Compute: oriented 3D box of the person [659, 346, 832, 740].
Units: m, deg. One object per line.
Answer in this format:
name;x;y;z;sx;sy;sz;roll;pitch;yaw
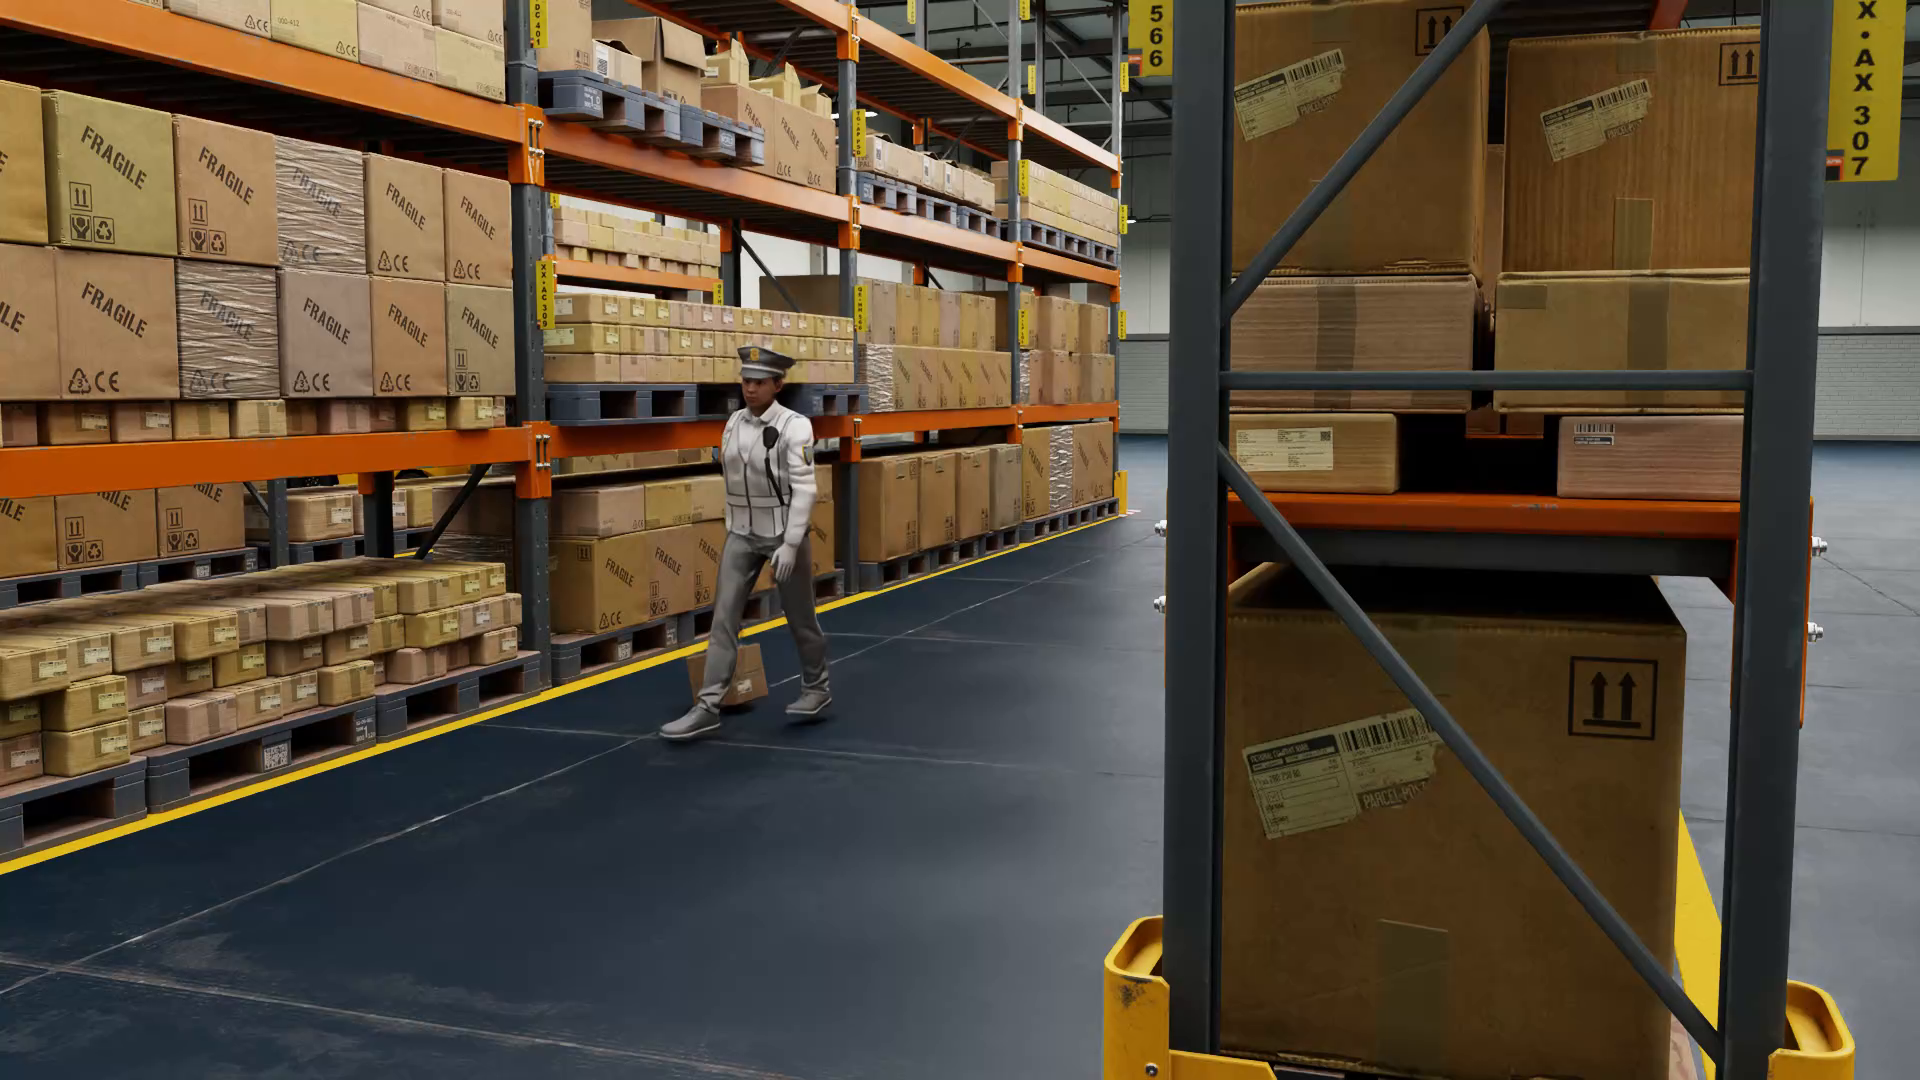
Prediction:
person;-0.848;-0.008;7.114;0.537;1.629;0.873;2;6;24
